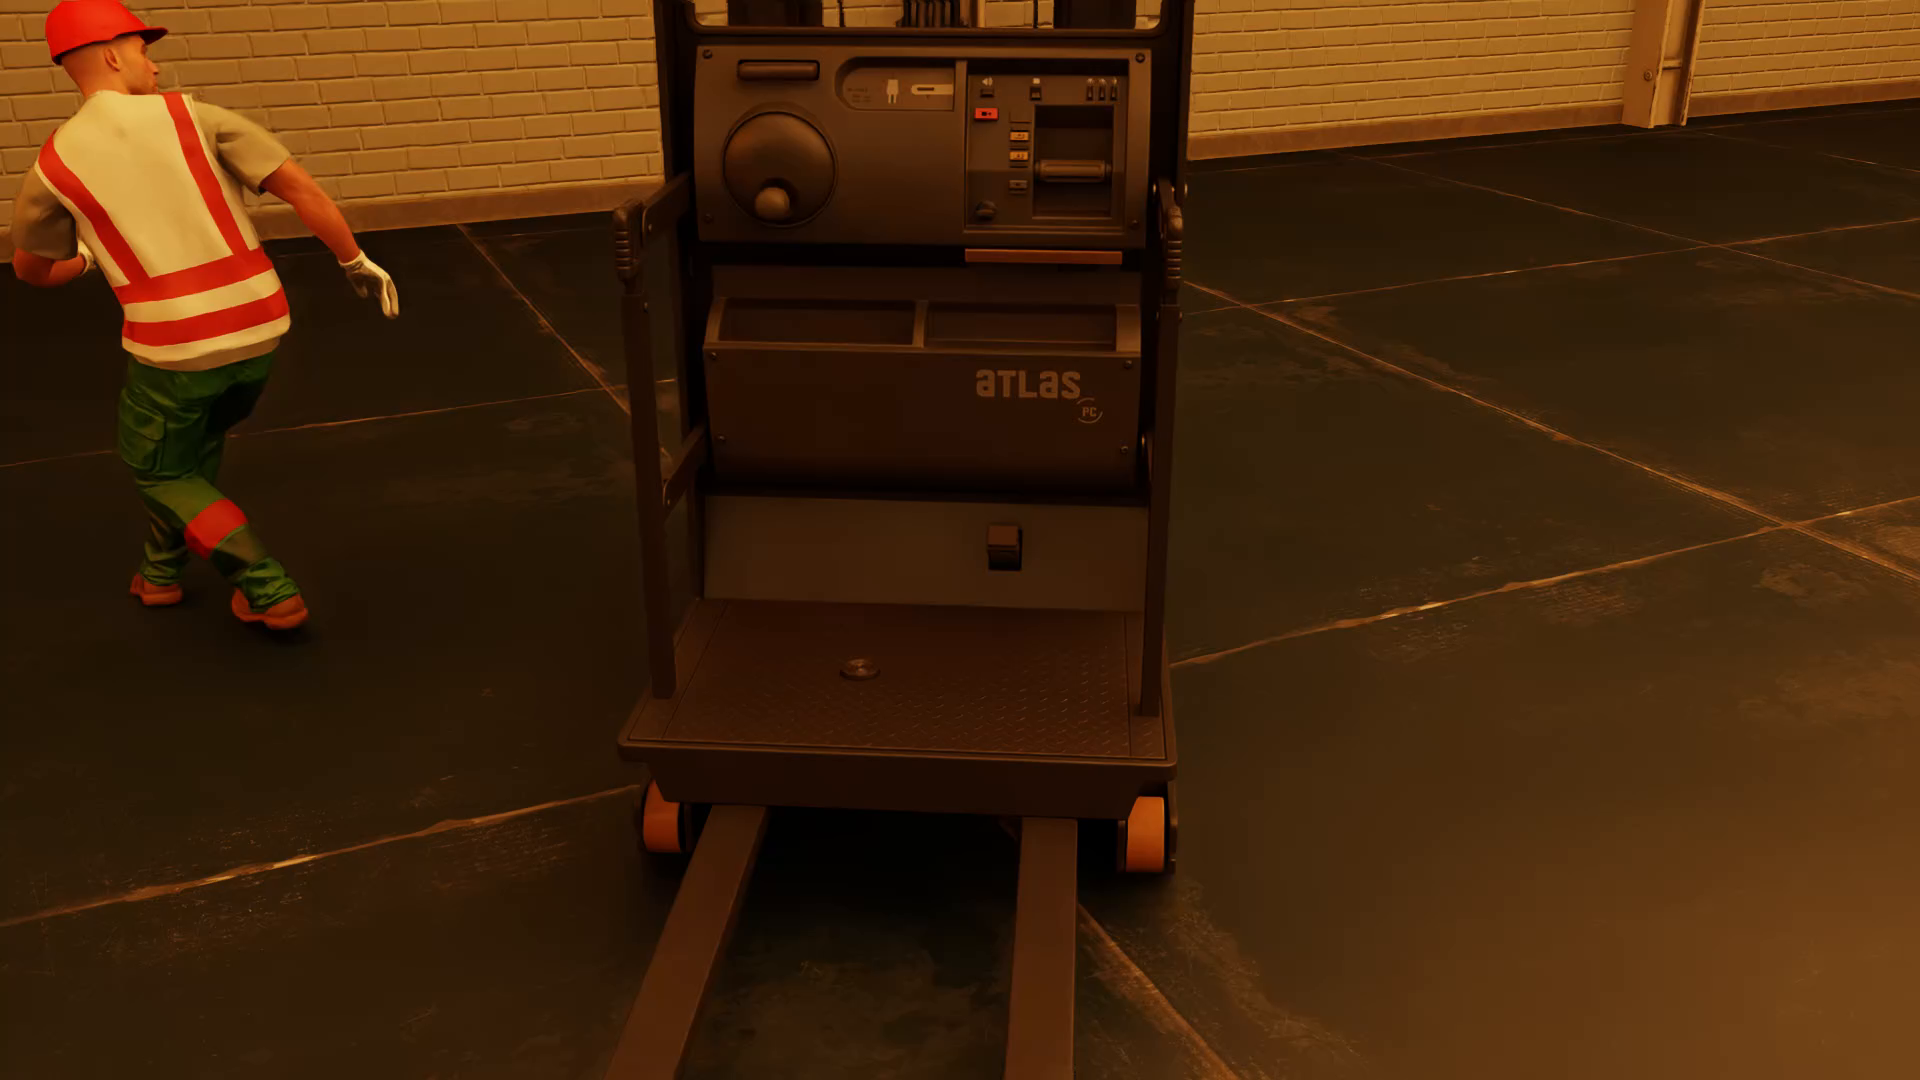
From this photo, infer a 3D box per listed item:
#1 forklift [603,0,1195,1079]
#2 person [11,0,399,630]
[{"bbox_3d":[-0.093,-0.794,3.196,1.130,2.935,3.031,2,23,4],"label":"forklift"},{"bbox_3d":[-2.011,-0.596,4.433,0.821,1.650,0.832,-19,29,-38],"label":"person"}]
